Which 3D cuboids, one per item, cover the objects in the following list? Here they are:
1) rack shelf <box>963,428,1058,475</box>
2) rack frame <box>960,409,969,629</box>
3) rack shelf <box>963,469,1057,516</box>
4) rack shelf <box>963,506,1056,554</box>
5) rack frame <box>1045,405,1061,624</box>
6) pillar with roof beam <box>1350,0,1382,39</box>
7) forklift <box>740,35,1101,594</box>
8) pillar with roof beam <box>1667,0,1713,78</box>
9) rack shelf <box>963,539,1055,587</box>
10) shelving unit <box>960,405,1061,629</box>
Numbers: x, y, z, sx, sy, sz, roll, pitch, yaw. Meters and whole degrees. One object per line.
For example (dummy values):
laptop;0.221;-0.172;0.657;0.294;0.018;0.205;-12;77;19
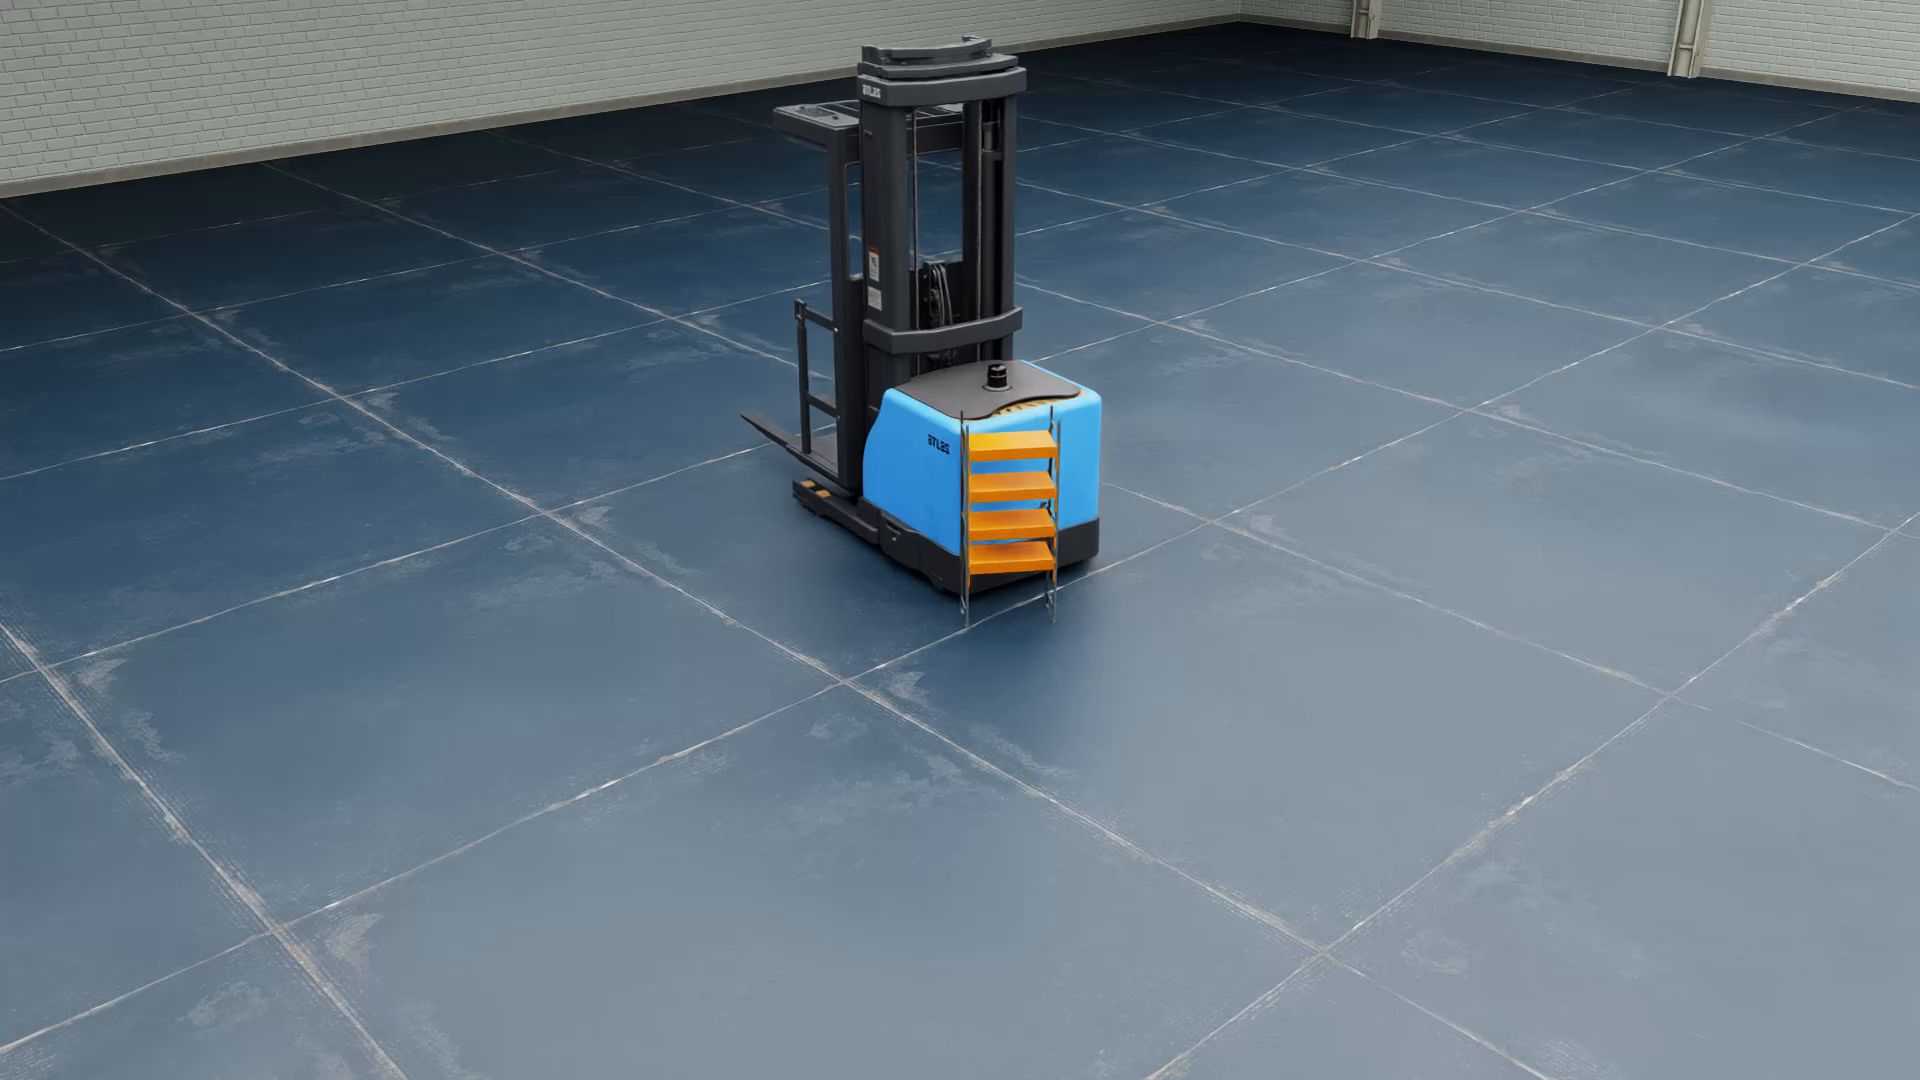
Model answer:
rack shelf;0.266;-0.474;8.895;0.480;0.148;0.258;-3;25;-7
rack frame;0.024;-0.103;9.029;0.015;1.200;0.240;-3;25;-7
rack shelf;0.266;-0.259;8.994;0.480;0.148;0.258;-3;25;-7
rack shelf;0.266;-0.055;9.087;0.480;0.148;0.258;-3;25;-7
rack frame;0.508;-0.130;9.089;0.015;1.200;0.240;-3;25;-7
pillar with roof beam;4.245;-12.063;25.851;9.100;9.000;0.400;-21;32;-38
forklift;-0.418;-1.586;10.194;1.130;2.935;3.031;-16;29;-31
pillar with roof beam;8.346;-10.245;21.866;9.100;9.000;0.400;-21;32;-38
rack shelf;0.266;0.125;9.170;0.480;0.148;0.258;-3;25;-7
shelving unit;0.266;-0.117;9.059;0.503;1.200;0.258;-3;25;-7
